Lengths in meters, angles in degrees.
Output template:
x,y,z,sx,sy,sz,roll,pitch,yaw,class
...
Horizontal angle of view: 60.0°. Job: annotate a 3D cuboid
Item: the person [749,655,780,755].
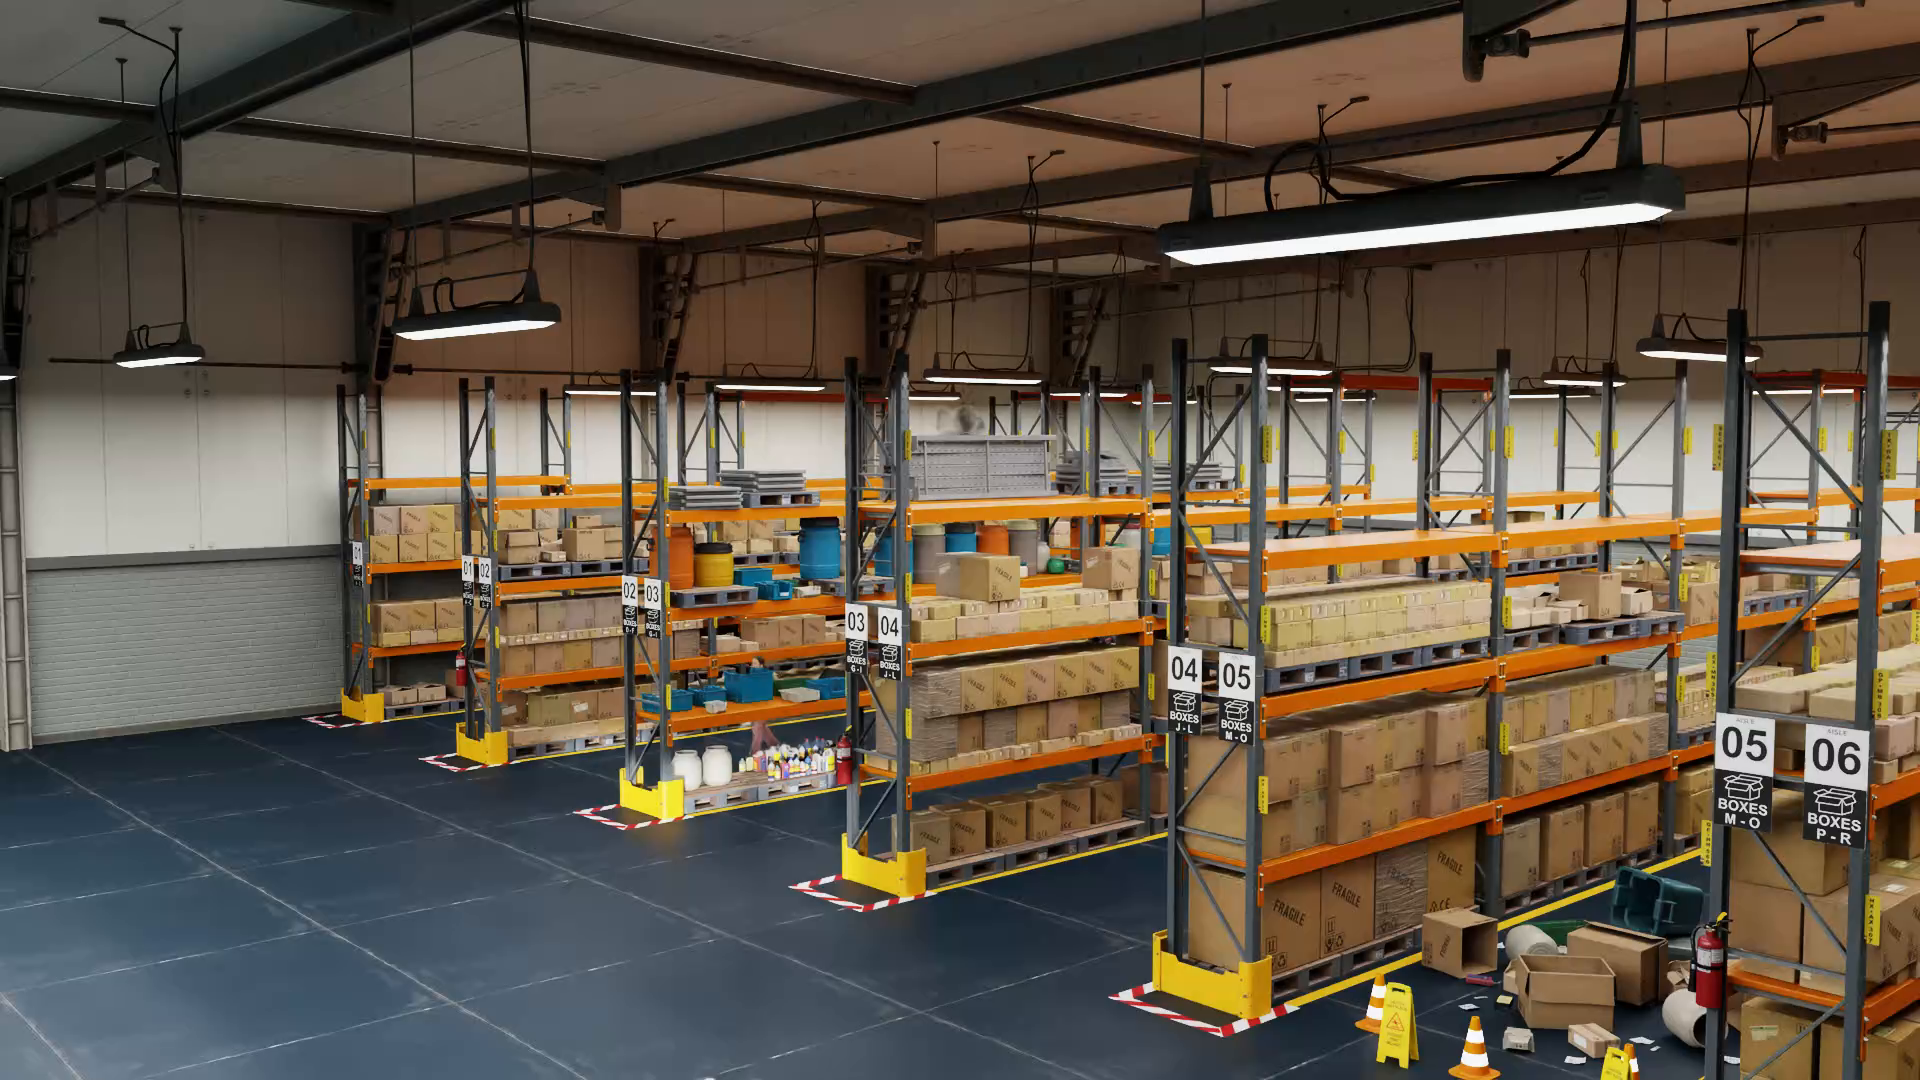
x,y,z,sx,sy,sz,roll,pitch,yaw,class
-3.091,2.631,25.885,0.544,1.697,0.890,3,5,36,person
